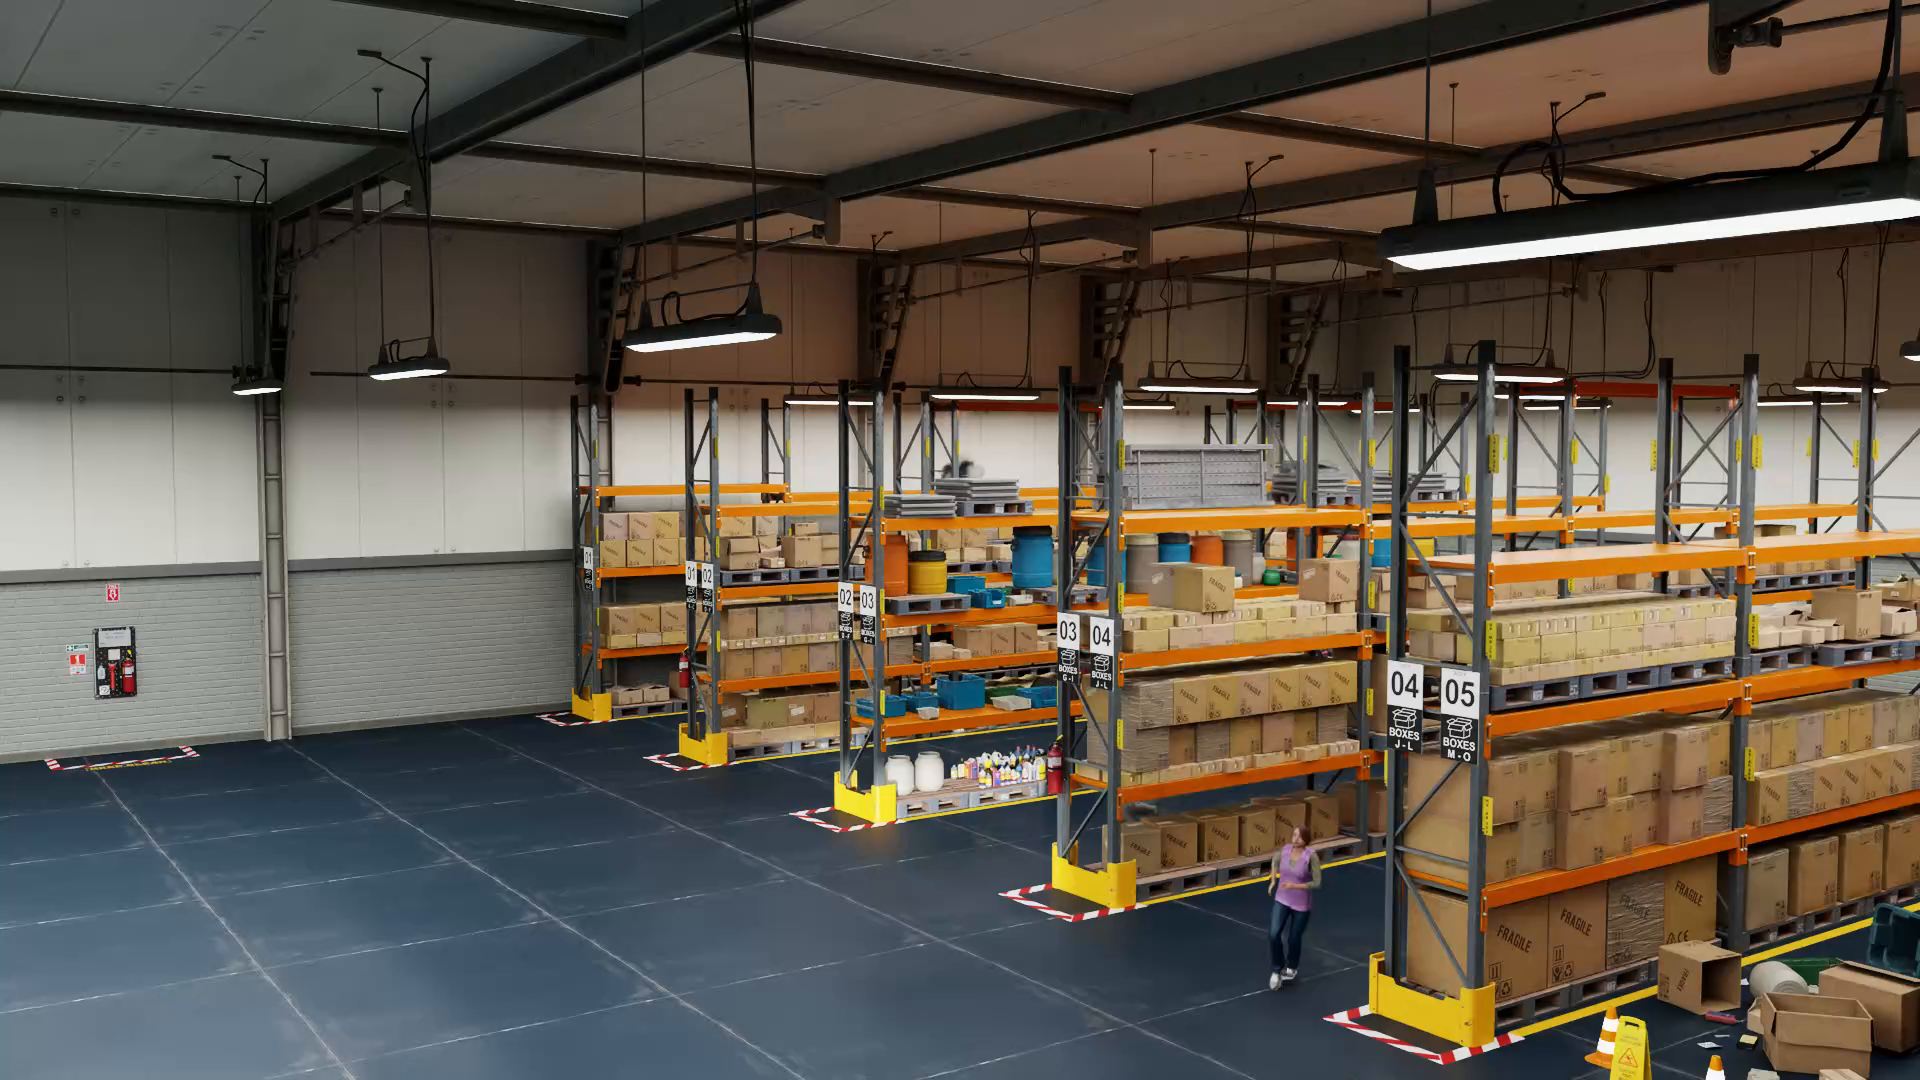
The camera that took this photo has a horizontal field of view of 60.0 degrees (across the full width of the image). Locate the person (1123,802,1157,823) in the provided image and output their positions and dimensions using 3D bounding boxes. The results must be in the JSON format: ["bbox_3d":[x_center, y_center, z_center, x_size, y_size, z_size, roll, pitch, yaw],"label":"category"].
[{"bbox_3d":[2.236,3.055,21.483,0.589,1.664,0.607,-3,4,-38],"label":"person"}]

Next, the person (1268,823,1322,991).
[{"bbox_3d":[3.143,3.442,15.619,0.526,1.593,0.625,2,4,24],"label":"person"}]
